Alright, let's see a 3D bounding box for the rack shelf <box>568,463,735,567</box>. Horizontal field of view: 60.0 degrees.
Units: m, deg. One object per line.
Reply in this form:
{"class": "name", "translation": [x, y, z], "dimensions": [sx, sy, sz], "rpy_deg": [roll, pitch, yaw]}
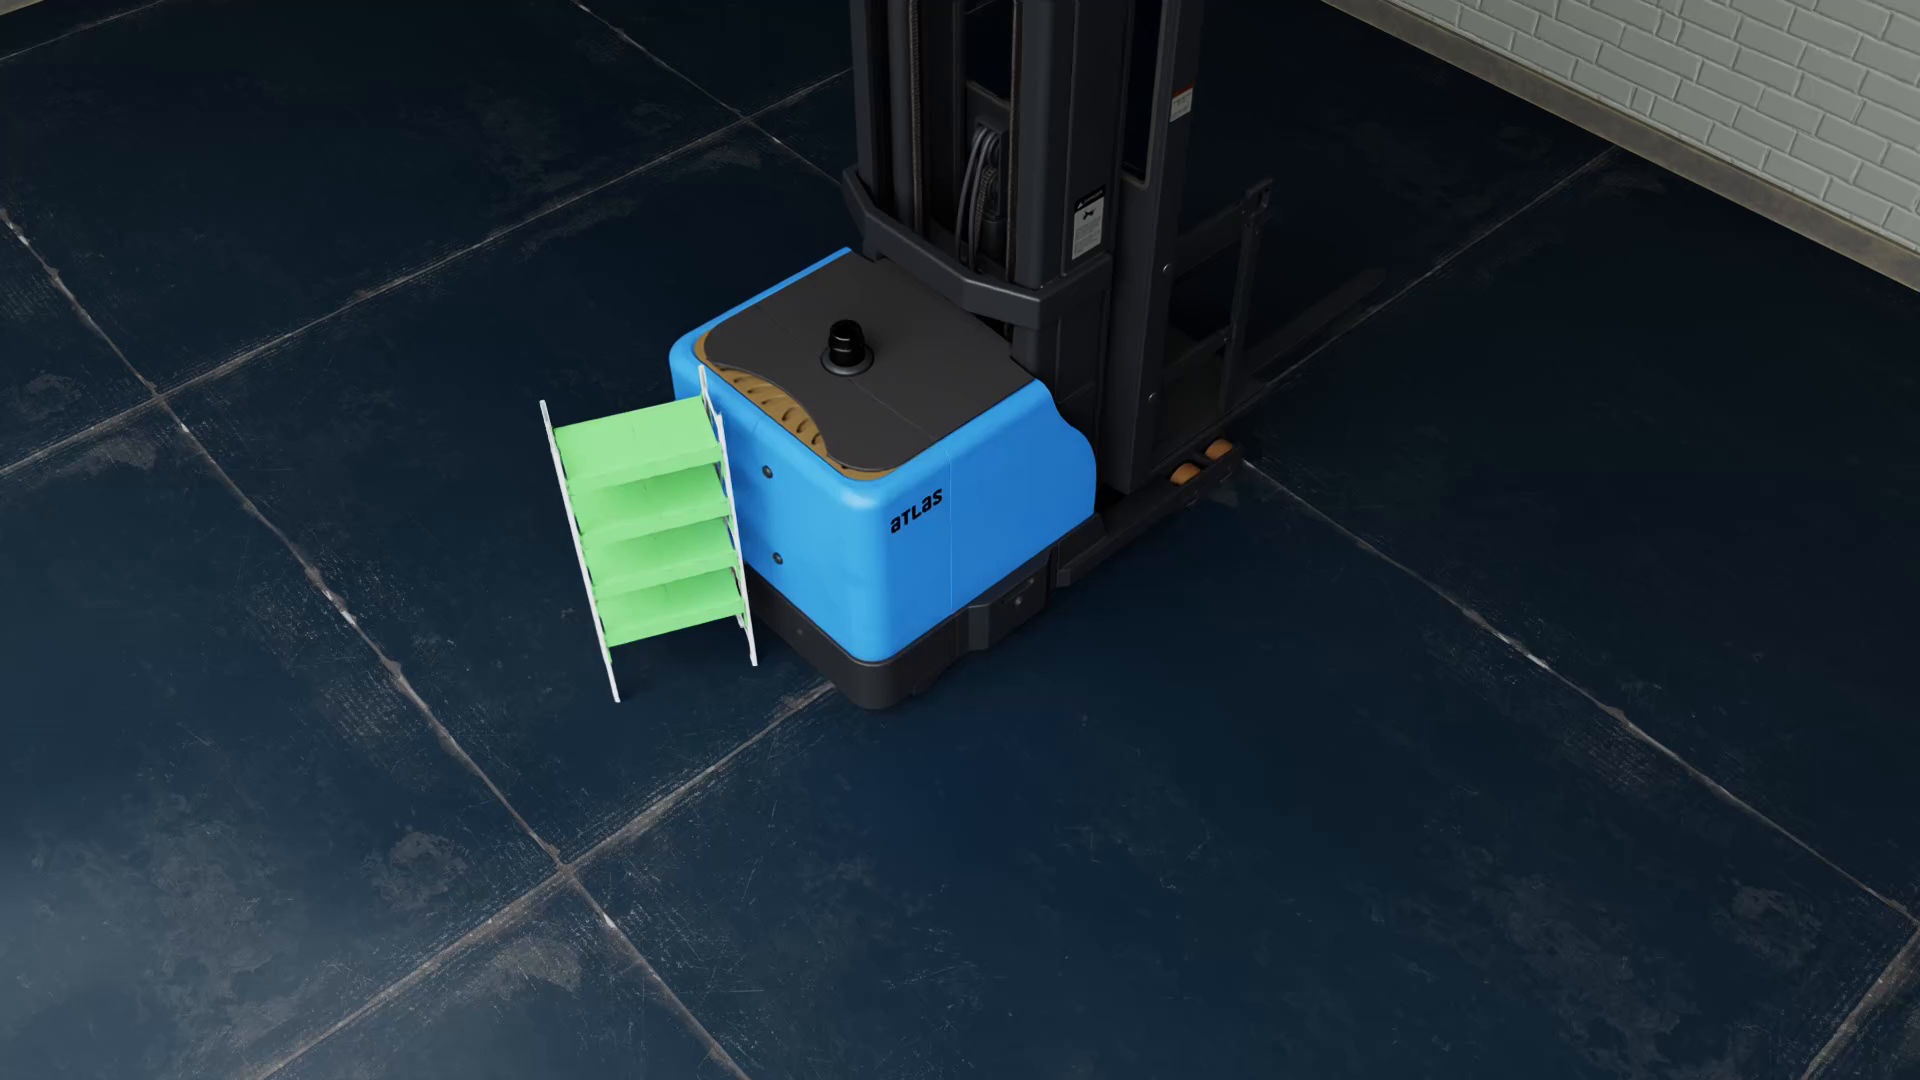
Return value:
{"class": "rack shelf", "translation": [-0.988, -0.107, 5.293], "dimensions": [0.480, 0.148, 0.258], "rpy_deg": [-14, 49, -13]}

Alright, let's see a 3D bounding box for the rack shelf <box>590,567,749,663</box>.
{"class": "rack shelf", "translation": [-0.988, 0.218, 5.646], "dimensions": [0.480, 0.148, 0.258], "rpy_deg": [-14, 49, -13]}

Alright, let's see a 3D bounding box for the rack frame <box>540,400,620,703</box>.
{"class": "rack frame", "translation": [-1.219, 0.071, 5.368], "dimensions": [0.015, 1.200, 0.240], "rpy_deg": [-14, 49, -13]}

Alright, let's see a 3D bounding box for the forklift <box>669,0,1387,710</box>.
{"class": "forklift", "translation": [0.460, -1.379, 5.528], "dimensions": [3.031, 2.935, 1.130], "rpy_deg": [-34, 56, -28]}

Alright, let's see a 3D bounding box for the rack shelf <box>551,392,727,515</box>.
{"class": "rack shelf", "translation": [-0.988, -0.270, 5.117], "dimensions": [0.480, 0.148, 0.258], "rpy_deg": [-14, 49, -13]}

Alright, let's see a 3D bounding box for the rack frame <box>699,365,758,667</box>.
{"class": "rack frame", "translation": [-0.758, -0.047, 5.477], "dimensions": [0.015, 1.200, 0.240], "rpy_deg": [-14, 49, -13]}

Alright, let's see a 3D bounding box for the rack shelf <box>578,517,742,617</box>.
{"class": "rack shelf", "translation": [-0.988, 0.055, 5.470], "dimensions": [0.480, 0.148, 0.258], "rpy_deg": [-14, 49, -13]}

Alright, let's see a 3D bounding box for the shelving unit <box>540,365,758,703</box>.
{"class": "shelving unit", "translation": [-0.988, 0.012, 5.423], "dimensions": [0.503, 1.200, 0.258], "rpy_deg": [-14, 49, -13]}
